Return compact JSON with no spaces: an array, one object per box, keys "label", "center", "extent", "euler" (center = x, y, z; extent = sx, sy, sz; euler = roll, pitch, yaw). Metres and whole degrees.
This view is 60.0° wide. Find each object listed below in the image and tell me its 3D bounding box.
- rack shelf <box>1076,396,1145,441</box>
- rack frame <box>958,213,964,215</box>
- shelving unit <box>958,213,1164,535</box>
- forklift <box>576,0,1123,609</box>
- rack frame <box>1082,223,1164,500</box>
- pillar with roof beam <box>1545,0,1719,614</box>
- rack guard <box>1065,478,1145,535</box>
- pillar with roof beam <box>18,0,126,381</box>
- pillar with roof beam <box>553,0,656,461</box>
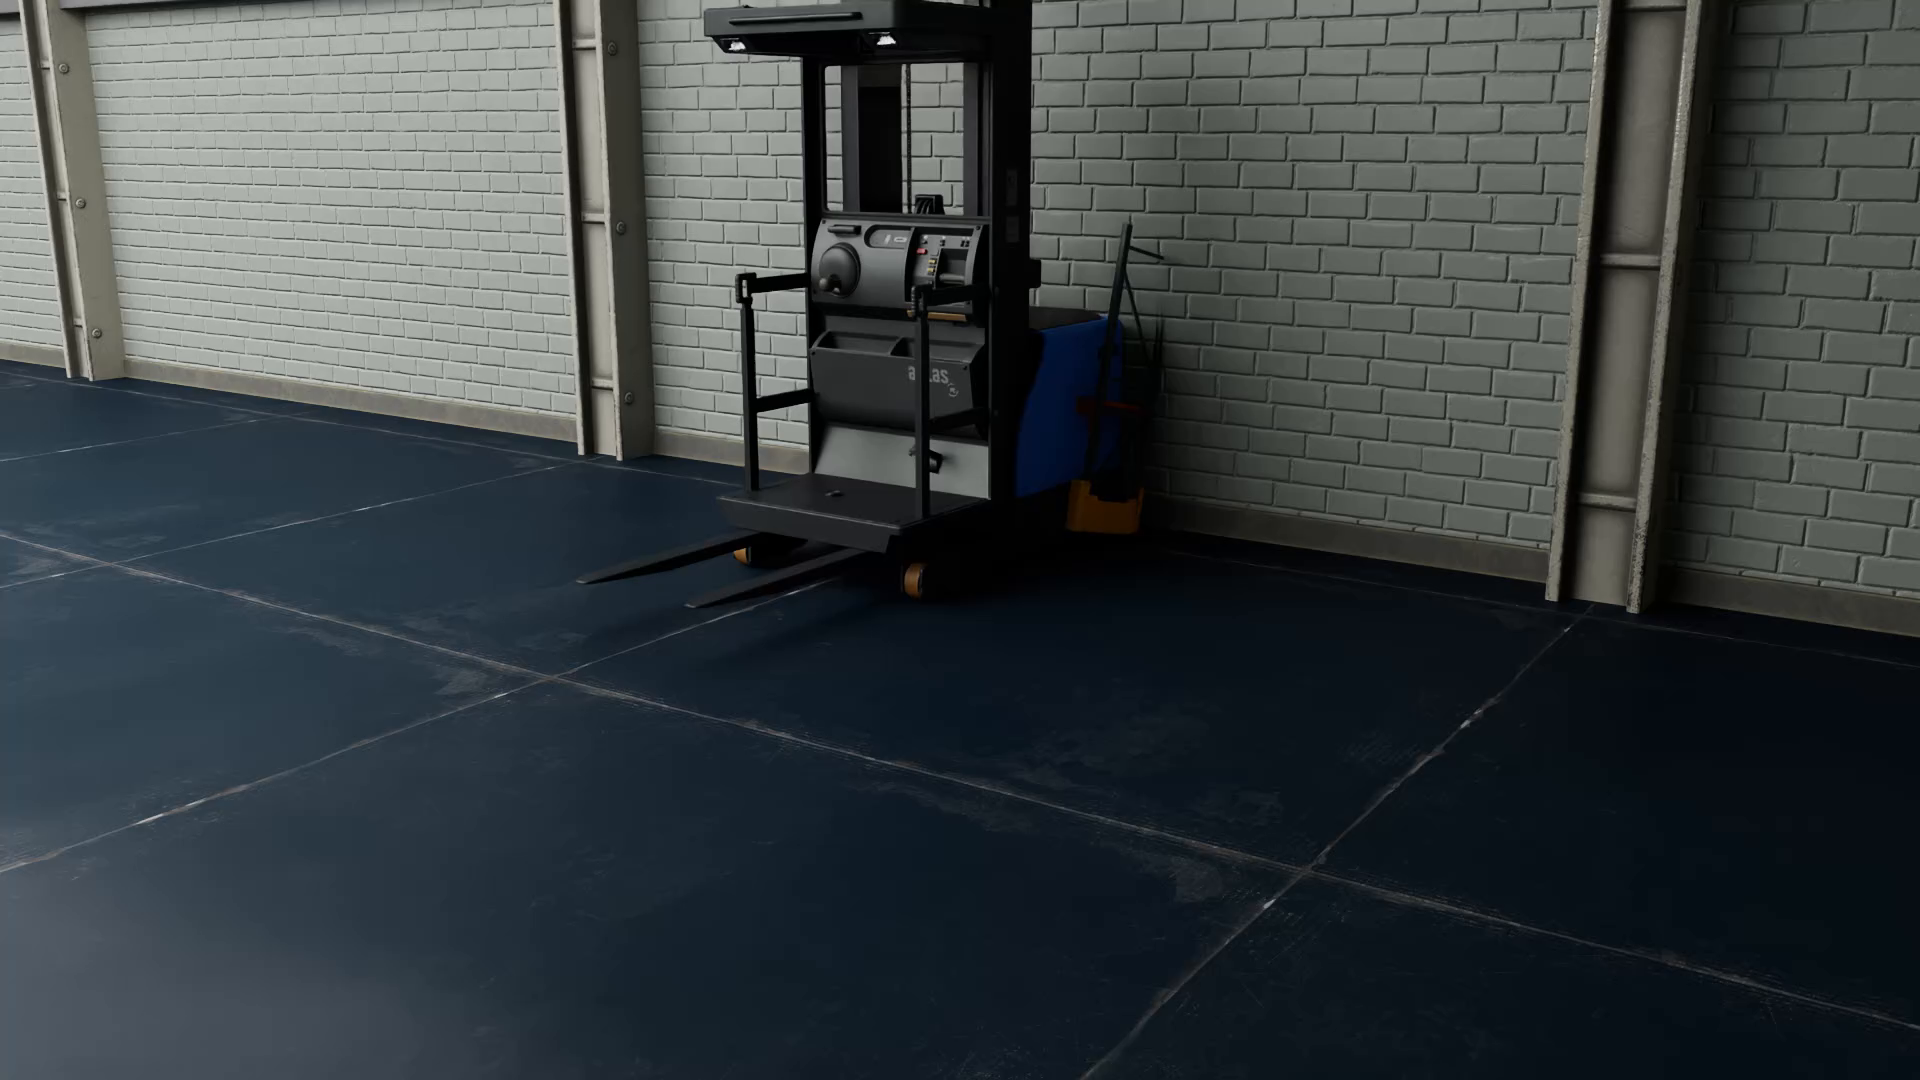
[{"label":"rack shelf","center":[0.411,-0.681,8.566],"extent":[1.000,0.185,0.538],"euler":[12,5,37]},{"label":"rack frame","center":[0.042,-0.942,8.860],"extent":[0.032,1.500,0.500],"euler":[12,5,37]},{"label":"shelving unit","center":[0.431,-0.860,8.558],"extent":[1.083,1.500,0.587],"euler":[12,5,37]},{"label":"forklift","center":[-0.414,-1.292,7.444],"extent":[1.130,2.935,3.031],"euler":[10,17,34]},{"label":"rack frame","center":[0.834,-0.774,8.245],"extent":[0.032,1.500,0.500],"euler":[12,5,37]},{"label":"pillar with roof beam","center":[0.406,-3.254,2.740],"extent":[0.400,9.000,9.100],"euler":[9,17,33]},{"label":"rack guard","center":[0.725,-0.161,8.303],"extent":[0.087,0.250,0.587],"euler":[12,5,37]},{"label":"pillar with roof beam","center":[-9.552,-4.863,9.241],"extent":[0.400,9.000,9.100],"euler":[9,17,33]},{"label":"pillar with roof beam","center":[-4.573,-4.058,5.990],"extent":[0.400,9.000,9.100],"euler":[9,17,33]}]
